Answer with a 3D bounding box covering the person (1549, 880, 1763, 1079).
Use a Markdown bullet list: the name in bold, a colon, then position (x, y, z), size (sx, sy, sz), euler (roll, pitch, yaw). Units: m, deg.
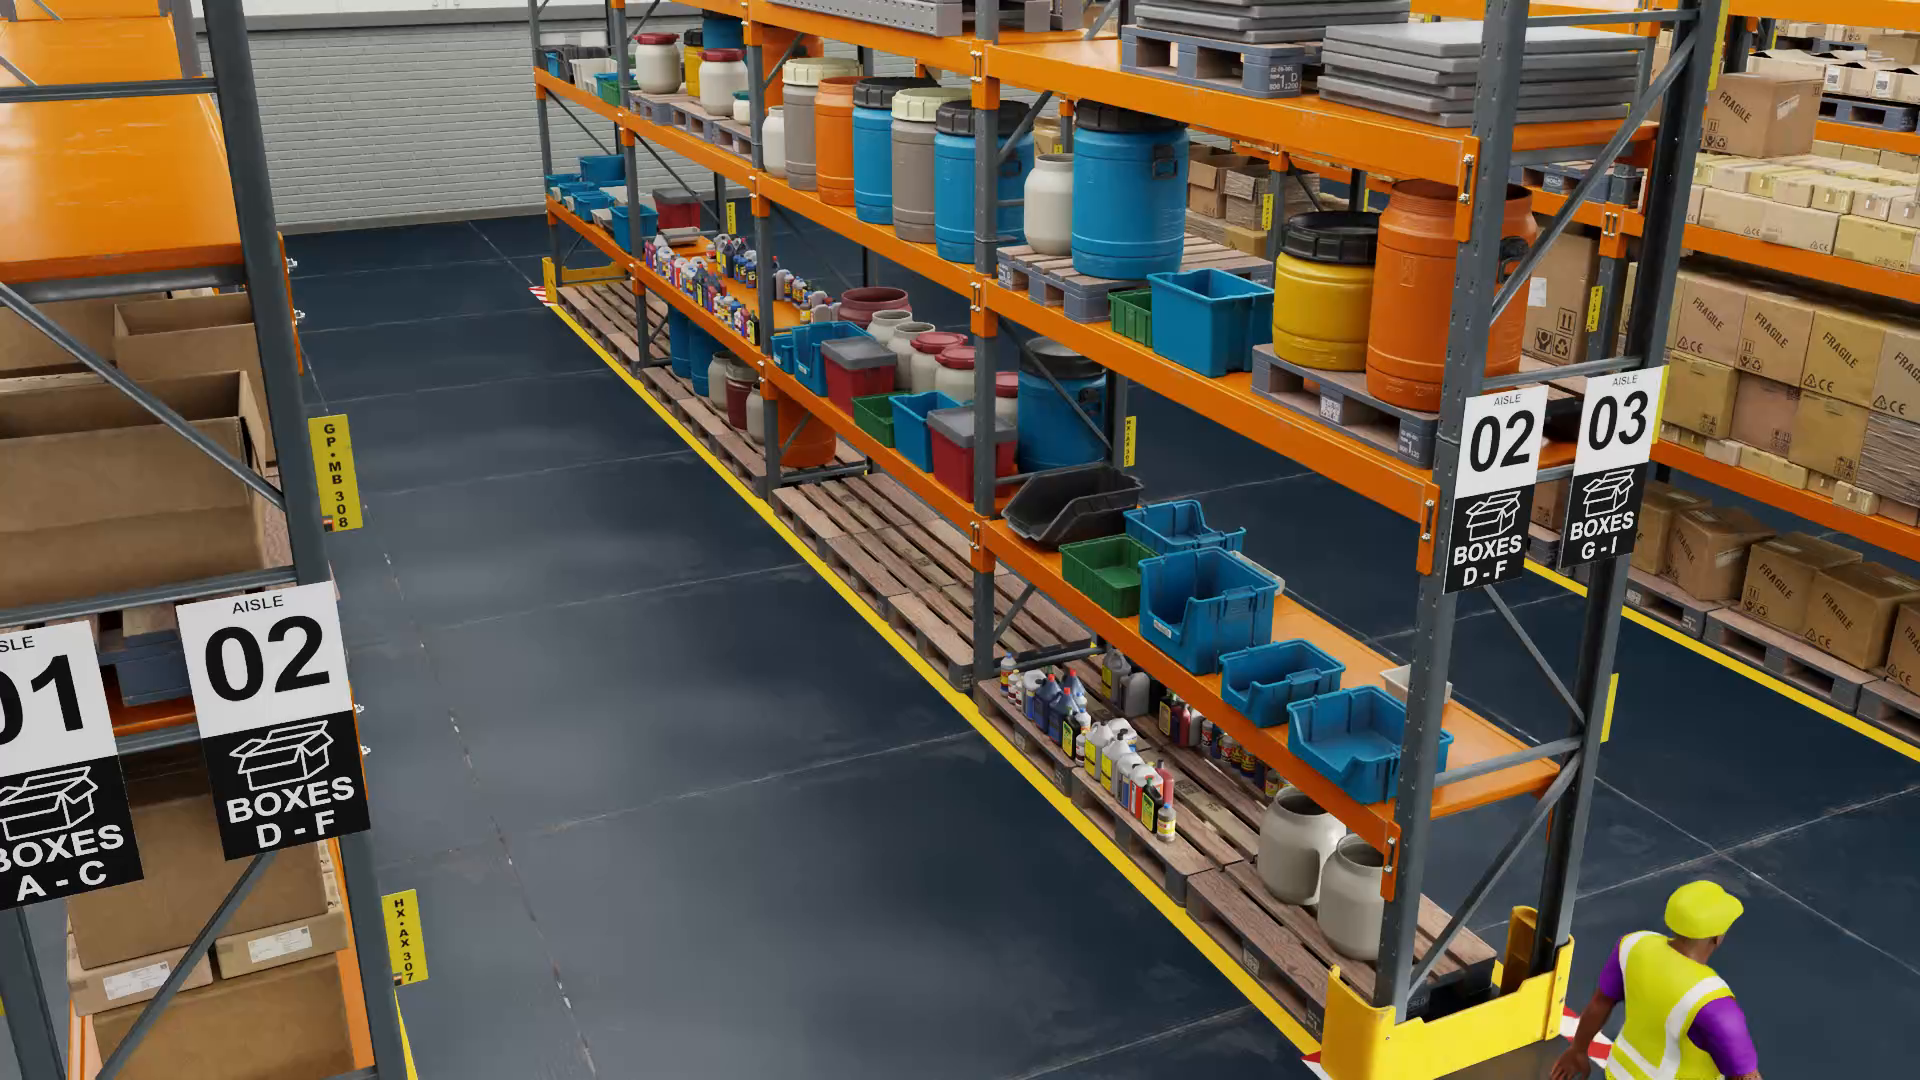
- **person**: position (2.596, 2.001, 6.052), size (1.113, 1.715, 0.655), euler (-5, 23, -12)
